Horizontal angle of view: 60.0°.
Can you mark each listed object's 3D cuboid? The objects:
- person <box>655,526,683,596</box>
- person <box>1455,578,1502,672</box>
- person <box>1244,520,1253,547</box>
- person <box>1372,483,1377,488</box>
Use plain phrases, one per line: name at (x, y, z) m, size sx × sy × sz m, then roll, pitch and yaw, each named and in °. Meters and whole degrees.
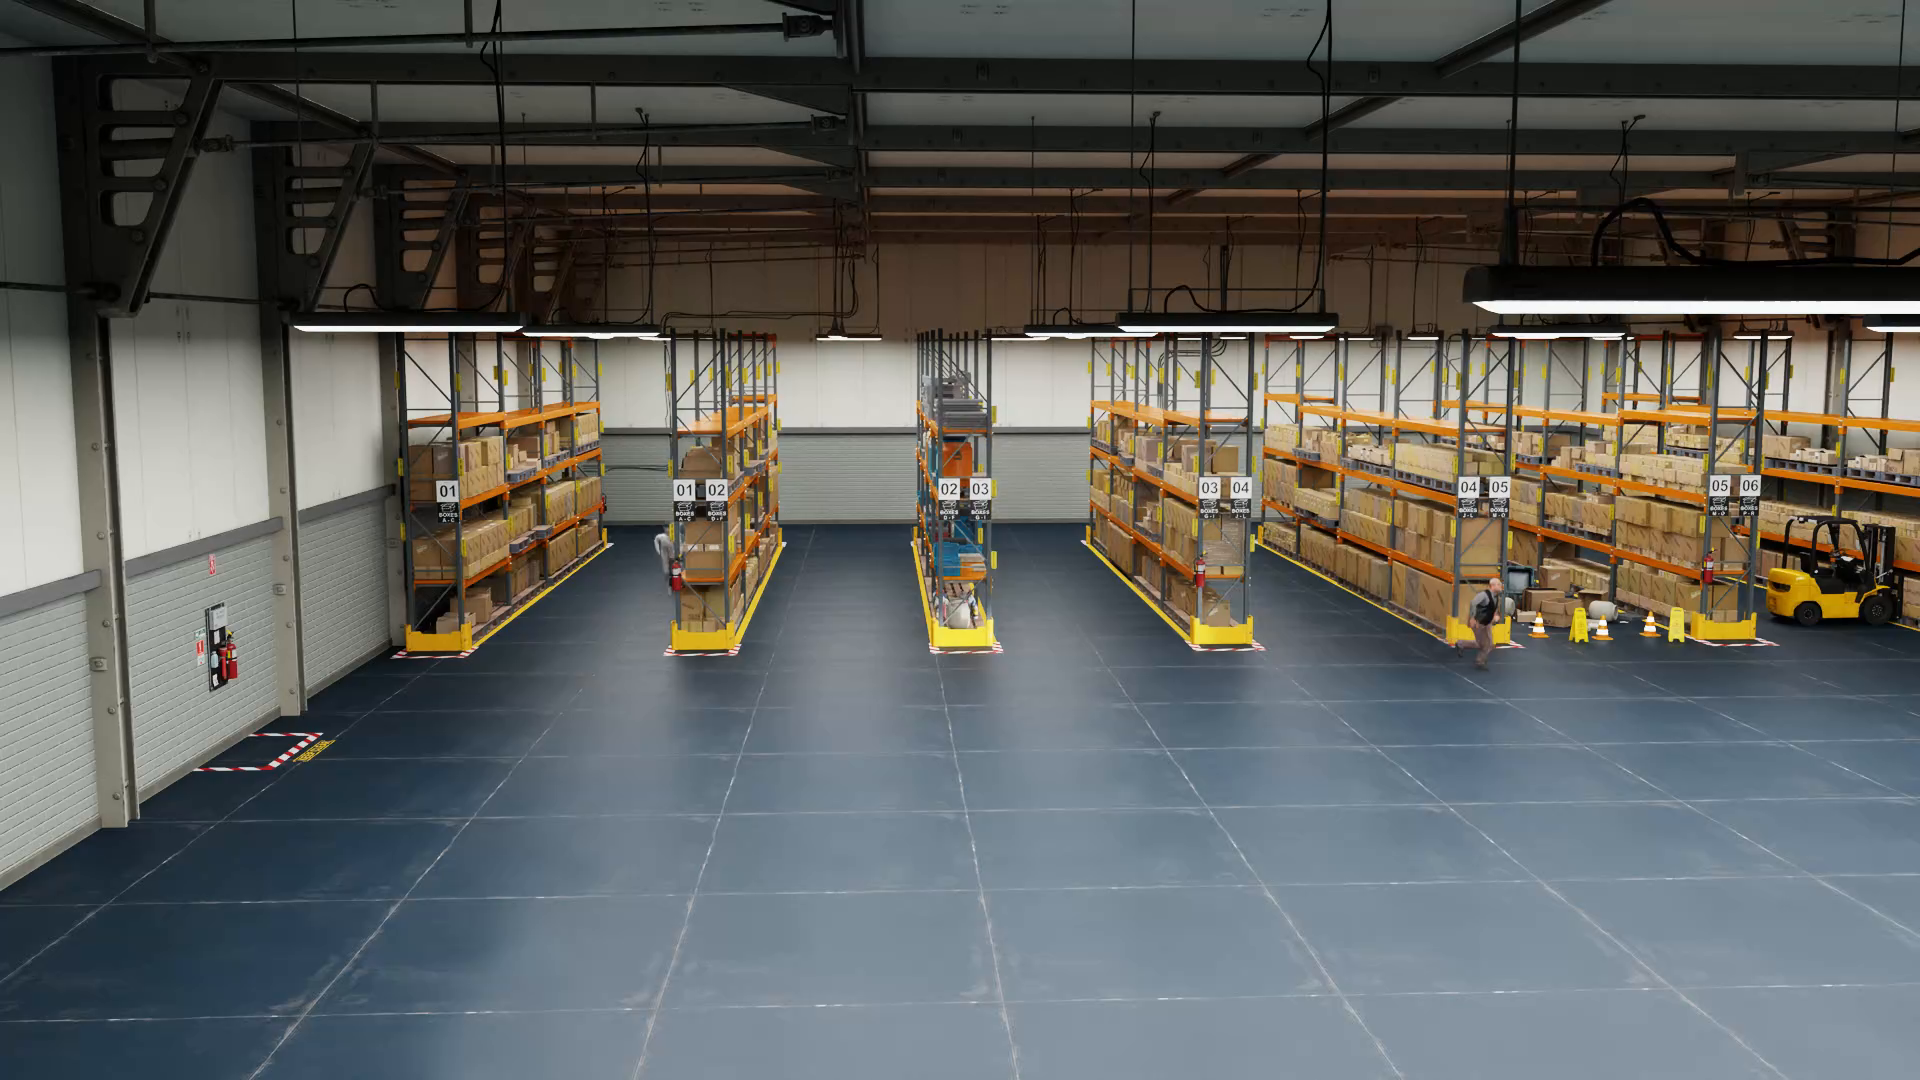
person at (-6.685, 0.447, 38.325) m, size 0.655 × 1.622 × 0.980 m, roll 0°, pitch 7°, yaw -1°
person at (9.148, 1.462, 29.328) m, size 0.804 × 1.639 × 0.655 m, roll 6°, pitch 9°, yaw 39°
person at (7.332, -0.144, 43.113) m, size 0.504 × 1.557 × 0.690 m, roll -2°, pitch 7°, yaw -14°
person at (12.264, -0.882, 49.274) m, size 0.653 × 1.595 × 0.586 m, roll -2°, pitch 7°, yaw -13°
